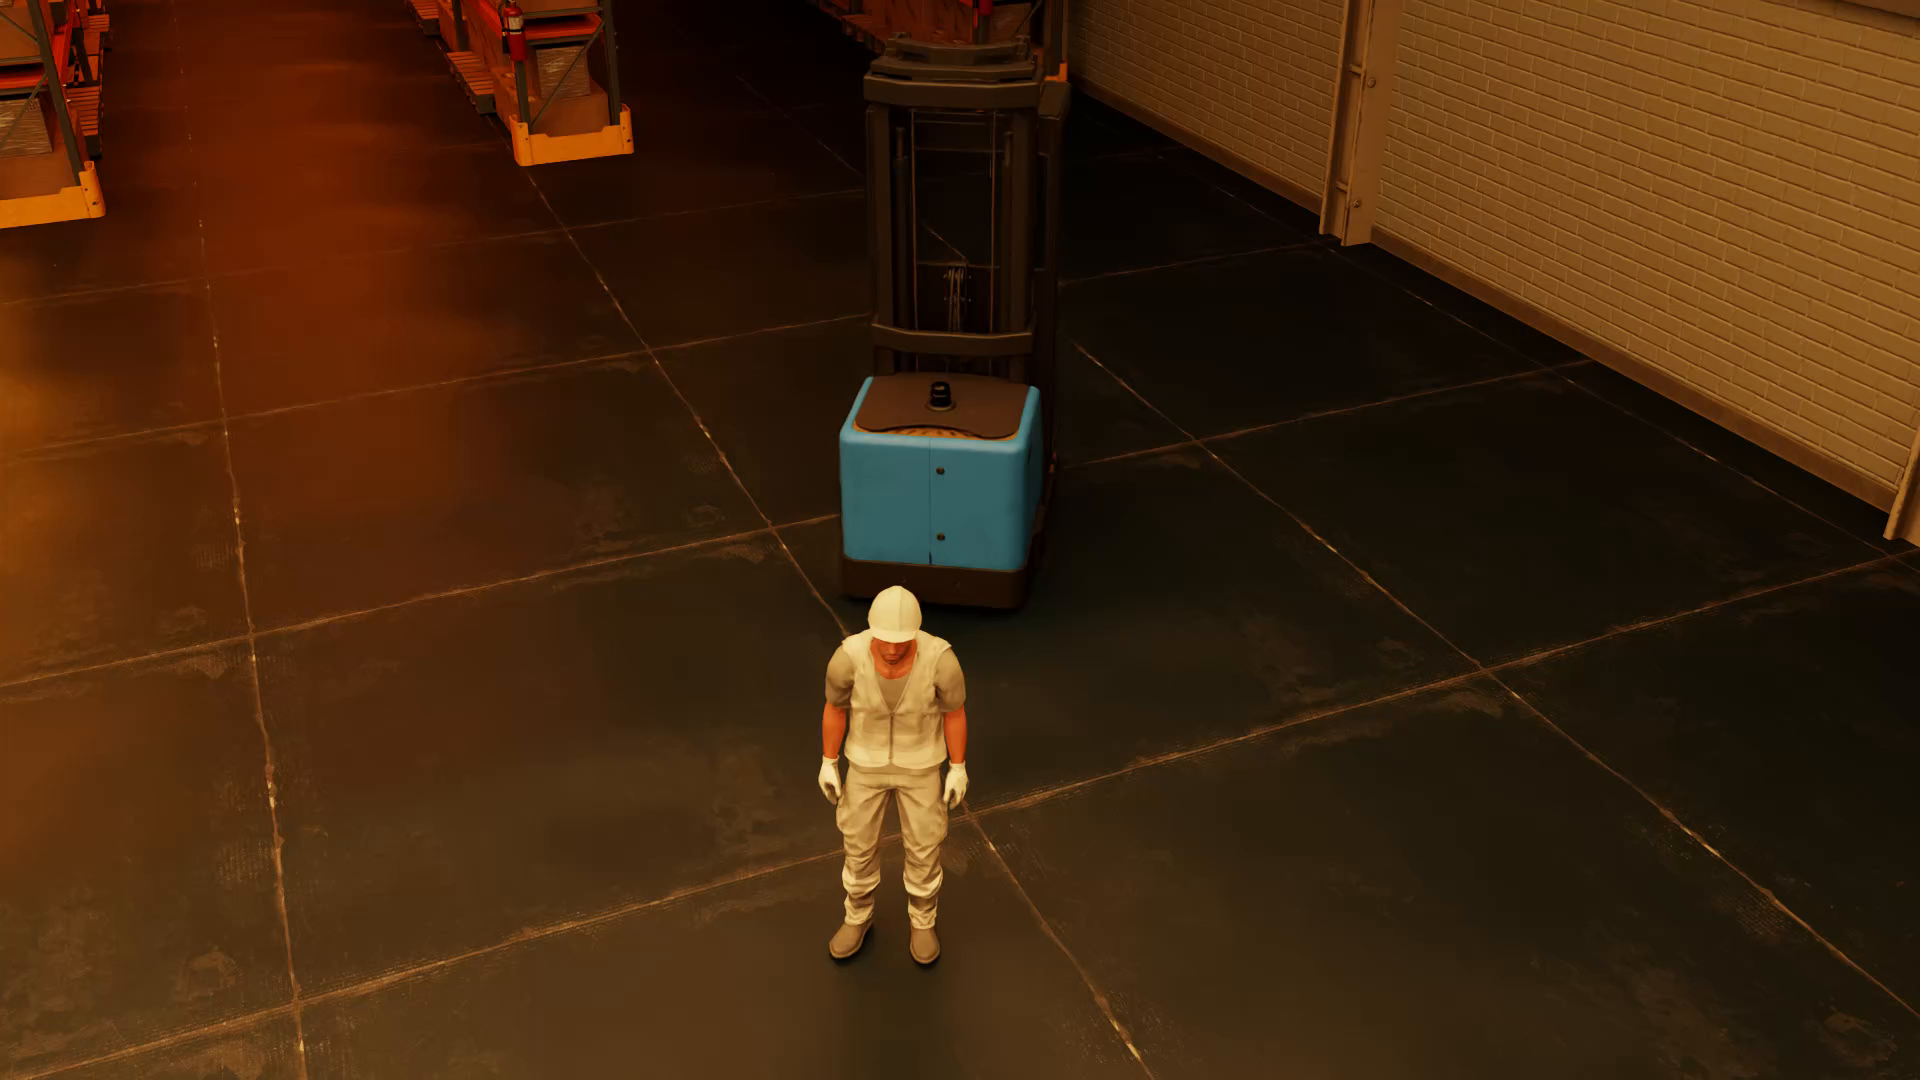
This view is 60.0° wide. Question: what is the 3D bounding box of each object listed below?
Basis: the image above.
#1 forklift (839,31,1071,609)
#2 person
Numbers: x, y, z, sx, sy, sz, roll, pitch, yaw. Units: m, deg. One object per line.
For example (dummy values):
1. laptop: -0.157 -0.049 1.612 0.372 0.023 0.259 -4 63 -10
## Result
1. forklift: 0.052 -1.600 9.919 1.130 2.935 3.031 4 30 7
2. person: -0.266 0.928 6.664 0.608 1.777 0.454 2 30 3
